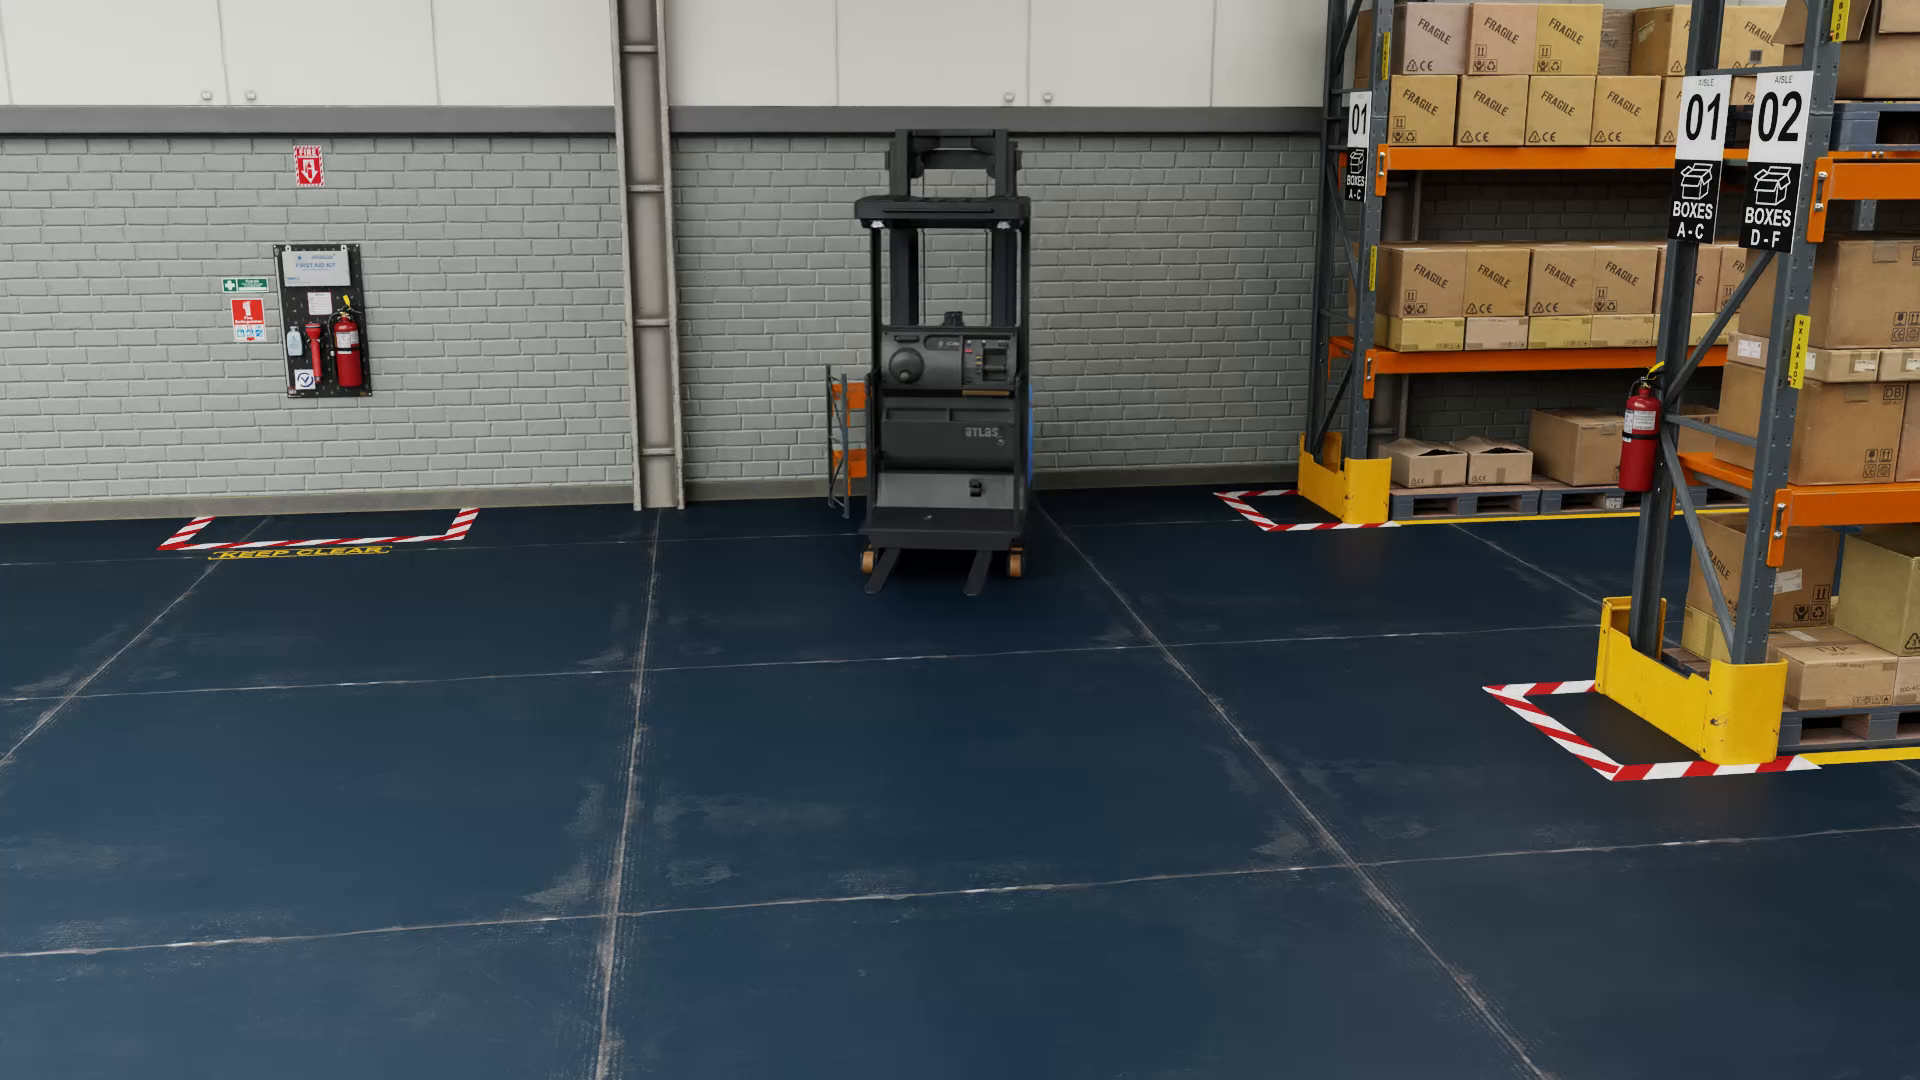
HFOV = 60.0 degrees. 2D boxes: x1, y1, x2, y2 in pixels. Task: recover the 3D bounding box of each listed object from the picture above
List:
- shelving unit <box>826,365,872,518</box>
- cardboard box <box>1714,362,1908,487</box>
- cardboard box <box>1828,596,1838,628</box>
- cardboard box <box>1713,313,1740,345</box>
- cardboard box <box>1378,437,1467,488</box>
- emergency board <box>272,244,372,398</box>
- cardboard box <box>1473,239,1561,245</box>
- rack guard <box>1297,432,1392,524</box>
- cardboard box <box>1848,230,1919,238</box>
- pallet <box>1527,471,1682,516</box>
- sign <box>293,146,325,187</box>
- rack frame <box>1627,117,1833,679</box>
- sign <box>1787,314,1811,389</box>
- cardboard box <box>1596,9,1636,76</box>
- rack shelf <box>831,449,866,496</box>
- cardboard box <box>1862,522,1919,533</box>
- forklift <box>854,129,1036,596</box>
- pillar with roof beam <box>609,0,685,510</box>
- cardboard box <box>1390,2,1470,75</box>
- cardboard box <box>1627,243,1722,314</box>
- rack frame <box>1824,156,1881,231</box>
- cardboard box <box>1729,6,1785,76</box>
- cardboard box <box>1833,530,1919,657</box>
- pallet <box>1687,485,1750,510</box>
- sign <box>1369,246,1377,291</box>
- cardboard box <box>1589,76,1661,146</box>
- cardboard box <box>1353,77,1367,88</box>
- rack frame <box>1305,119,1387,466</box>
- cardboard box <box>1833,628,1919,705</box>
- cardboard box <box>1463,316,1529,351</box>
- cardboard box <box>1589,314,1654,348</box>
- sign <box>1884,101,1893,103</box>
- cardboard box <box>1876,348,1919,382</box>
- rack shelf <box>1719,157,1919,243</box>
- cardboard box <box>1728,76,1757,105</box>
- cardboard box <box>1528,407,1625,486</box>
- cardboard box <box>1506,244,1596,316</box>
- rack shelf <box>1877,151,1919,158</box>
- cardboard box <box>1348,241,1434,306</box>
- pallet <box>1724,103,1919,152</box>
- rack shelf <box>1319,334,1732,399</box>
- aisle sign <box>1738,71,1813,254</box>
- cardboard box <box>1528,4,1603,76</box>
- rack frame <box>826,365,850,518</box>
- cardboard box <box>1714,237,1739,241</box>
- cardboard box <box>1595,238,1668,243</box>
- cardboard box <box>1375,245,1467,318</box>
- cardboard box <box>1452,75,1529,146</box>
[{"bbox_3d":[-0.479,-0.814,13.153,1.048,1.125,0.538,-5,15,-19],"label":"shelving unit"},{"bbox_3d":[4.171,-0.587,8.192,0.500,0.500,0.700,-2,14,-8],"label":"cardboard box"},{"bbox_3d":[4.686,0.493,8.877,0.500,0.250,0.500,-2,14,-8],"label":"cardboard box"},{"bbox_3d":[6.004,-1.692,13.070,0.500,0.250,0.500,-2,14,-8],"label":"cardboard box"},{"bbox_3d":[3.663,-0.629,13.187,0.500,0.311,0.500,-4,15,-15],"label":"cardboard box"},{"bbox_3d":[-4.854,-1.652,12.643,0.643,1.169,0.194,-2,14,-8],"label":"emergency board"},{"bbox_3d":[4.410,-2.121,13.238,0.500,0.500,0.500,-2,14,-10],"label":"cardboard box"},{"bbox_3d":[3.041,-0.507,13.215,0.348,0.500,1.175,-2,14,-8],"label":"rack guard"},{"bbox_3d":[4.742,-1.239,8.123,0.500,0.500,0.700,-2,14,-10],"label":"cardboard box"},{"bbox_3d":[5.053,-0.431,13.506,1.213,0.211,1.003,-2,14,-8],"label":"pallet"},{"bbox_3d":[-4.876,-2.800,12.455,0.199,0.298,0.001,-2,14,-8],"label":"sign"},{"bbox_3d":[3.707,-0.525,8.149,0.127,3.000,1.000,-2,14,-8],"label":"rack frame"},{"bbox_3d":[3.784,-0.850,7.501,0.005,0.325,0.100,-2,14,-8],"label":"sign"},{"bbox_3d":[4.880,-3.844,12.916,0.500,0.500,0.500,-2,14,-8],"label":"cardboard box"},{"bbox_3d":[-0.479,-0.576,13.213,1.000,0.278,0.538,-5,15,-19],"label":"rack shelf"},{"bbox_3d":[5.180,0.110,8.863,0.500,0.500,0.500,-2,14,-8],"label":"cardboard box"},{"bbox_3d":[-0.091,-1.248,11.174,1.130,2.935,3.031,1,14,5],"label":"forklift"},{"bbox_3d":[-1.763,-3.607,8.105,0.400,9.000,9.100,-2,14,-8],"label":"pillar with roof beam"},{"bbox_3d":[3.383,-3.670,12.221,0.500,0.500,0.500,-3,14,-12],"label":"cardboard box"},{"bbox_3d":[5.507,-2.035,12.897,0.500,0.500,0.500,-3,14,-10],"label":"cardboard box"},{"bbox_3d":[6.921,-1.861,13.478,0.127,3.000,1.000,-2,14,-8],"label":"rack frame"},{"bbox_3d":[5.922,-3.754,12.554,0.500,0.500,0.500,-1,14,-5],"label":"cardboard box"},{"bbox_3d":[4.765,0.257,8.279,0.500,0.500,0.500,-2,14,-8],"label":"cardboard box"},{"bbox_3d":[6.262,-0.476,13.686,1.213,0.211,1.003,-2,14,-8],"label":"pallet"},{"bbox_3d":[3.046,-2.006,12.274,0.005,0.325,0.100,-2,14,-8],"label":"sign"},{"bbox_3d":[4.909,-3.237,12.549,0.500,0.500,0.500,-1,14,-5],"label":"cardboard box"},{"bbox_3d":[3.340,-3.306,12.823,0.500,0.500,0.500,-1,14,-4],"label":"cardboard box"},{"bbox_3d":[2.965,-1.716,12.900,0.127,3.000,1.000,-2,14,-8],"label":"rack frame"},{"bbox_3d":[4.764,0.620,8.372,0.500,0.250,0.500,-2,14,-8],"label":"cardboard box"},{"bbox_3d":[4.007,-1.617,12.770,0.500,0.250,0.500,-3,14,-10],"label":"cardboard box"},{"bbox_3d":[5.011,-1.652,12.909,0.500,0.250,0.500,-2,14,-8],"label":"cardboard box"},{"bbox_3d":[7.009,-3.437,12.531,0.005,0.325,0.100,-2,14,-8],"label":"sign"},{"bbox_3d":[4.388,-0.861,7.949,0.250,0.149,0.380,-2,14,-10],"label":"cardboard box"},{"bbox_3d":[5.685,-1.703,8.161,4.000,0.370,1.077,-2,14,-8],"label":"rack shelf"},{"bbox_3d":[5.956,-3.282,12.727,0.500,0.500,0.500,-3,14,-13],"label":"cardboard box"},{"bbox_3d":[4.960,-0.756,13.304,0.500,0.500,0.700,-3,14,-12],"label":"cardboard box"},{"bbox_3d":[4.484,-1.995,12.735,0.500,0.500,0.500,-3,14,-10],"label":"cardboard box"},{"bbox_3d":[8.899,-3.040,13.489,4.000,0.370,1.077,-2,14,-8],"label":"rack shelf"},{"bbox_3d":[3.400,-2.085,13.096,0.500,0.500,0.500,-2,14,-9],"label":"cardboard box"},{"bbox_3d":[4.410,-1.956,7.872,1.213,0.211,1.003,-2,14,-8],"label":"pallet"},{"bbox_3d":[4.943,-1.440,13.276,4.000,0.370,1.077,-2,14,-8],"label":"rack shelf"},{"bbox_3d":[3.688,-1.710,7.529,0.004,0.787,0.394,-2,14,-8],"label":"aisle sign"},{"bbox_3d":[4.391,-3.697,12.330,0.500,0.500,0.500,-2,14,-7],"label":"cardboard box"},{"bbox_3d":[-0.957,-0.771,12.985,0.032,1.125,0.500,-5,15,-19],"label":"rack frame"},{"bbox_3d":[6.425,-2.195,13.535,0.500,0.500,0.500,-2,14,-10],"label":"cardboard box"},{"bbox_3d":[5.419,-2.161,13.397,0.500,0.500,0.500,-2,14,-7],"label":"cardboard box"},{"bbox_3d":[3.482,-1.962,12.605,0.500,0.500,0.500,-2,14,-8],"label":"cardboard box"},{"bbox_3d":[3.870,-3.192,12.372,0.500,0.500,0.500,-1,14,-5],"label":"cardboard box"}]
